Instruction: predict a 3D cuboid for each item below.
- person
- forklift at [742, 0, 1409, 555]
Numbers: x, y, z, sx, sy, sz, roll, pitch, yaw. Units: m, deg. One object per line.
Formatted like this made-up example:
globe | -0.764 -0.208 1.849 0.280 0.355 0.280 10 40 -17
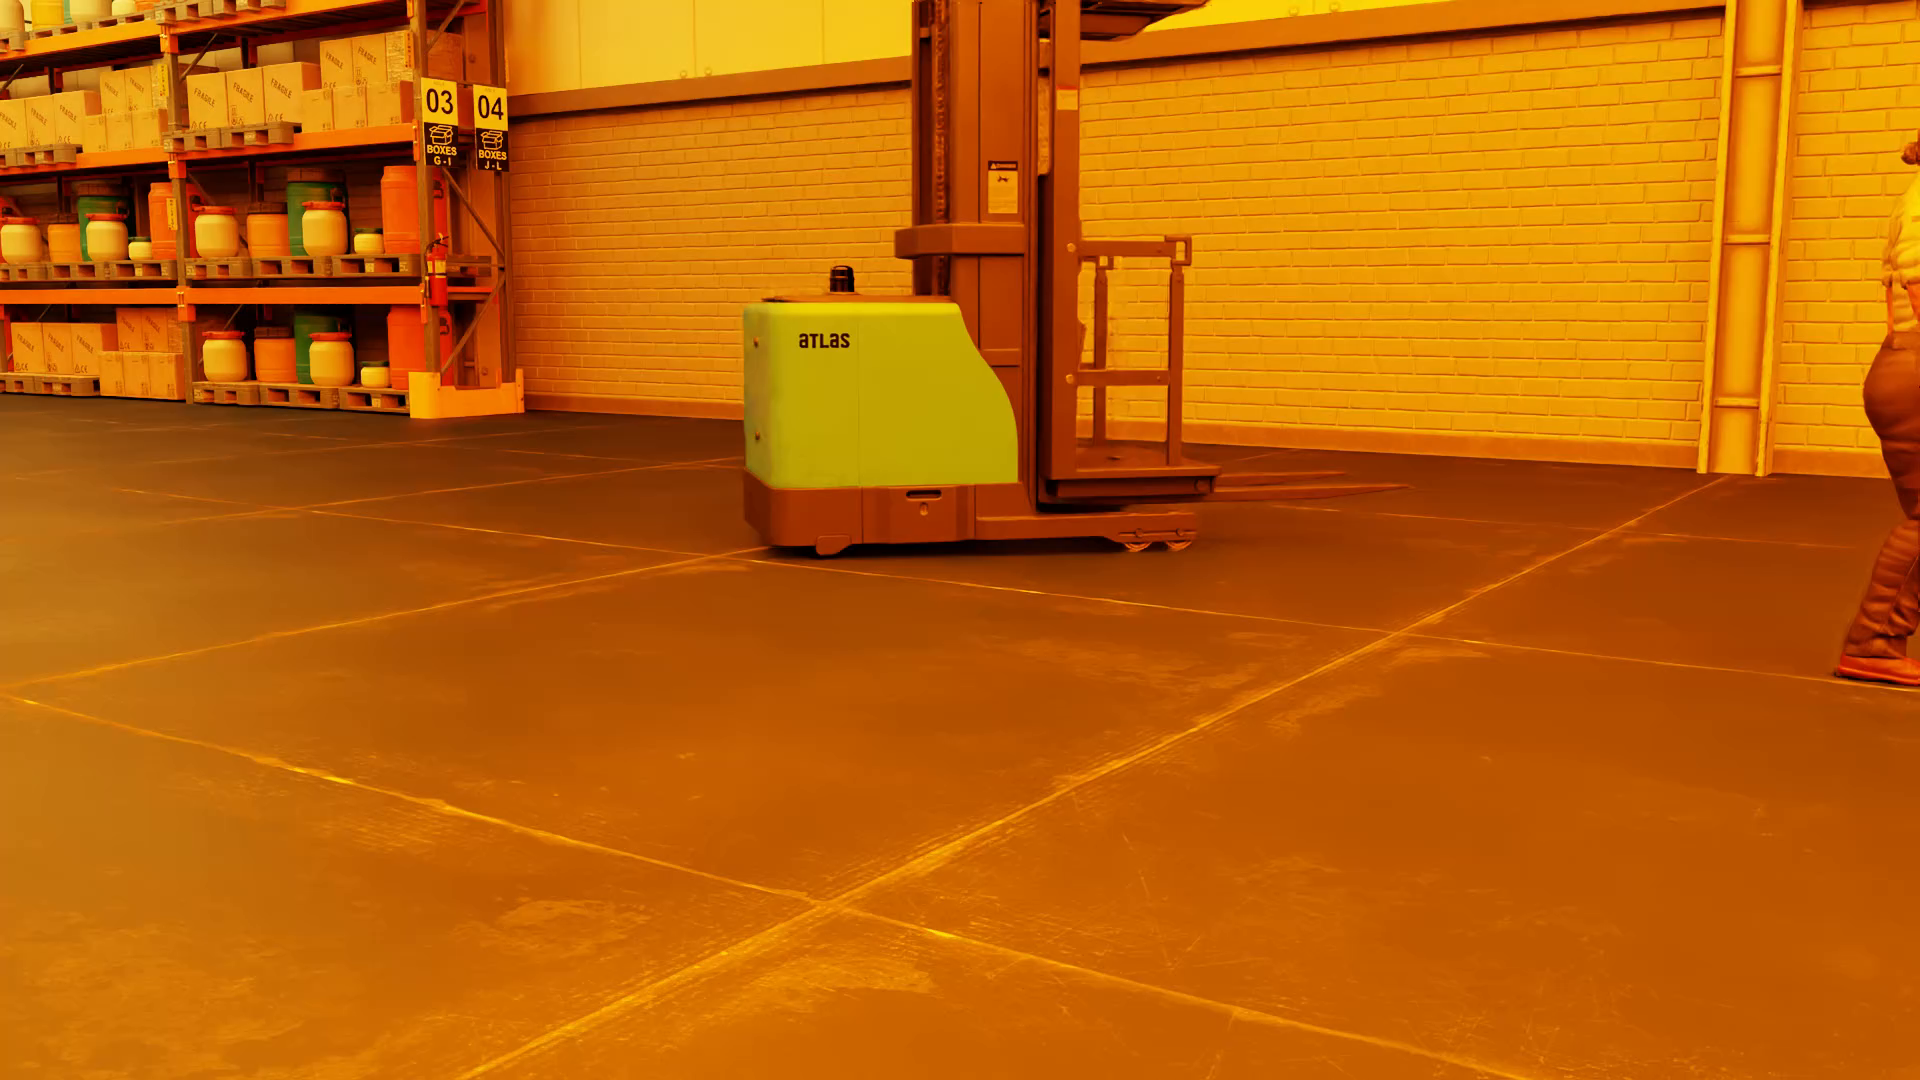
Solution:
person | 2.821 -0.380 4.711 0.505 1.695 0.585 4 9 25
forklift | 0.558 -1.475 7.565 3.031 2.935 1.130 -2 8 -14
